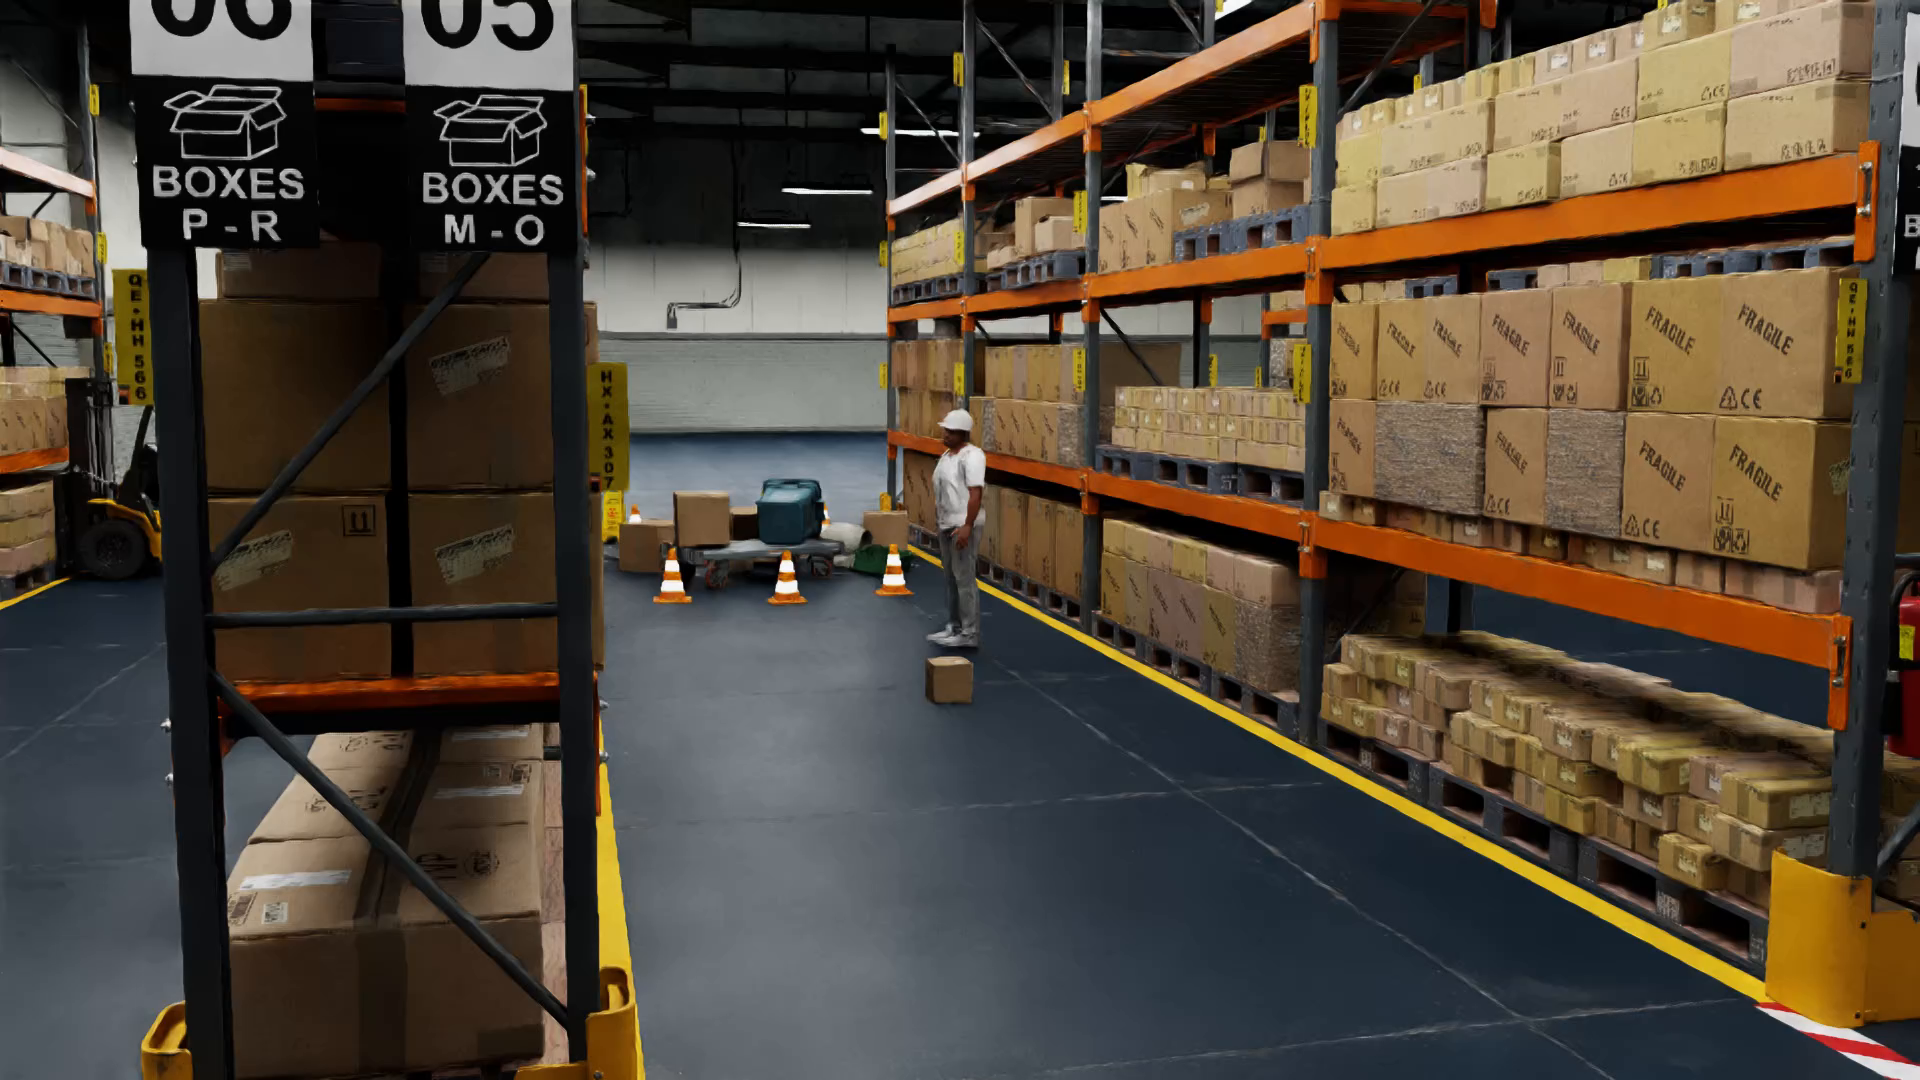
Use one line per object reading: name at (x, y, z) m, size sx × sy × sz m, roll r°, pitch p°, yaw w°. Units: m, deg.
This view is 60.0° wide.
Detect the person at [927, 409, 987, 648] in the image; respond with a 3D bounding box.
person at (-0.022, -0.089, 12.437) m, size 0.387 × 1.772 × 0.627 m, roll -3°, pitch 7°, yaw -28°
